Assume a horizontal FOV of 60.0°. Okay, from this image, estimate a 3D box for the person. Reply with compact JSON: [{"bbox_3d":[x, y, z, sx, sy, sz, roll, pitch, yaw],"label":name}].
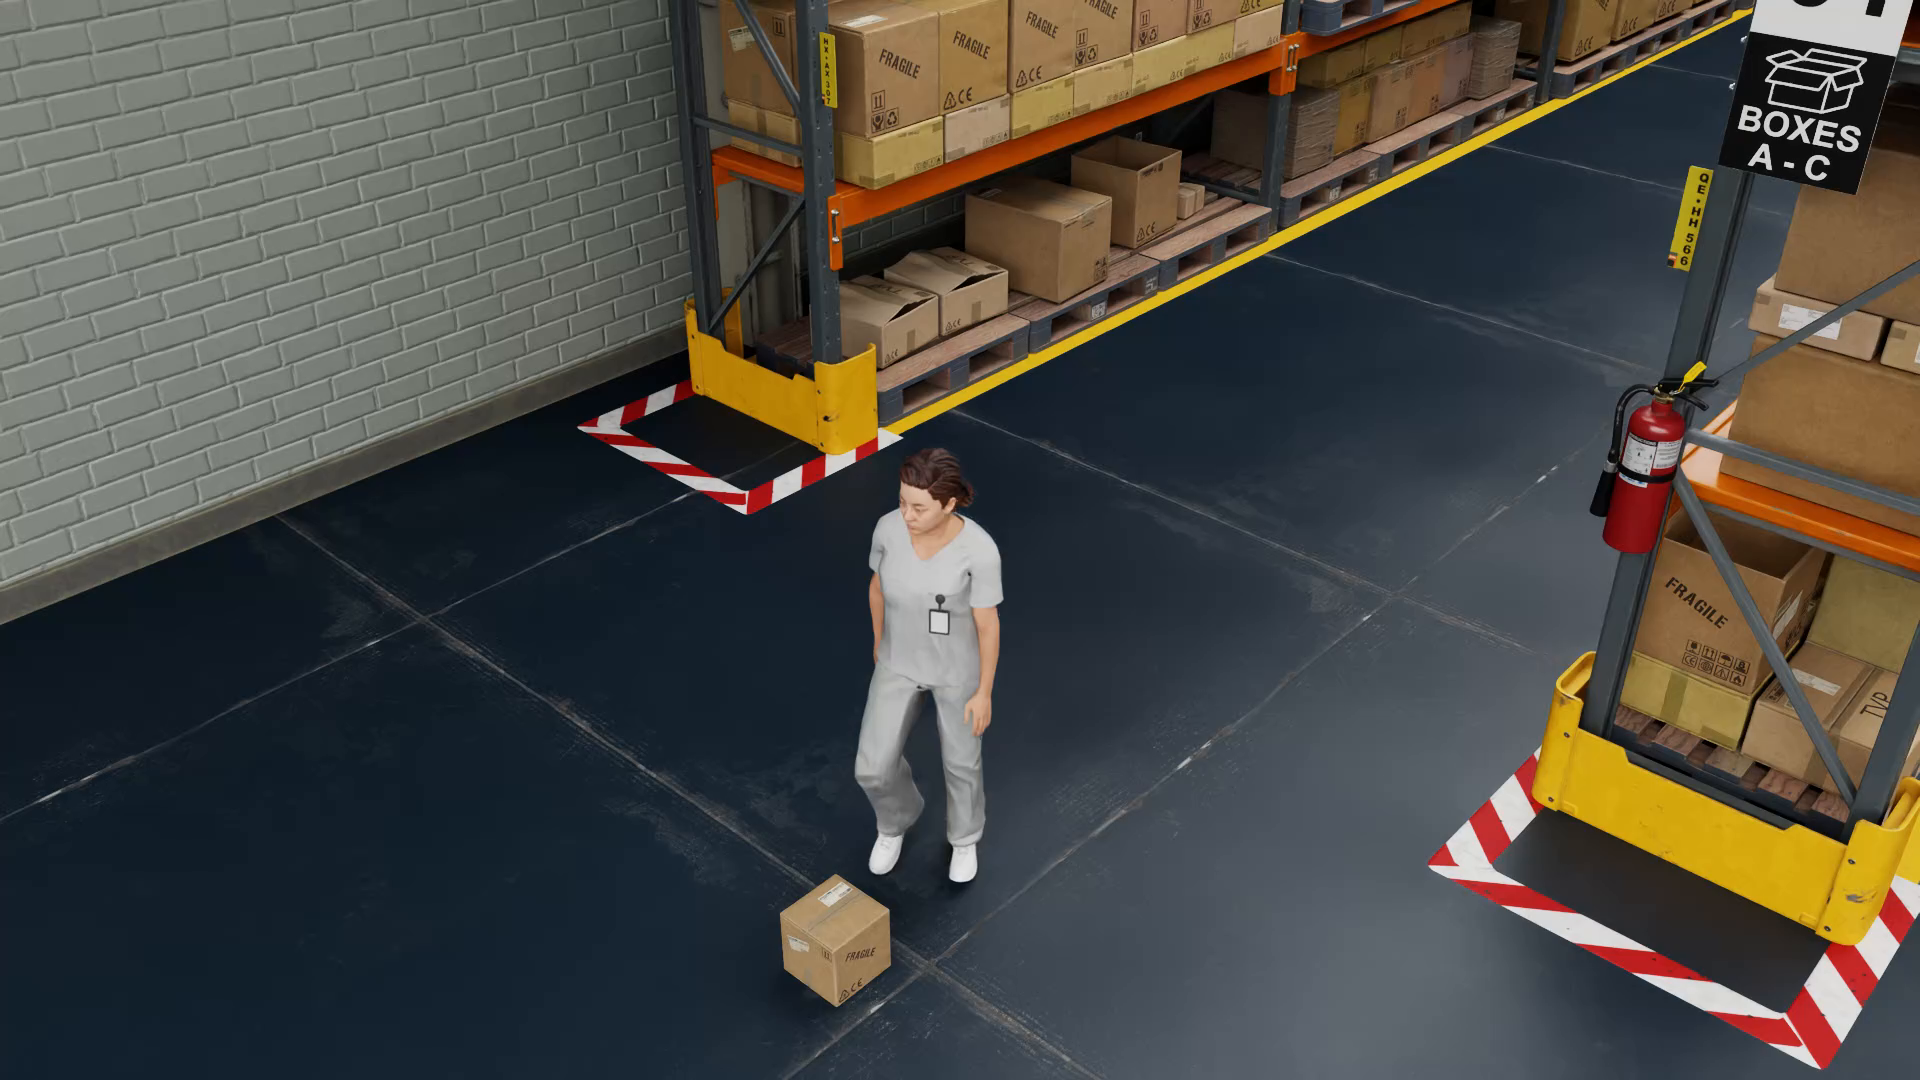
[{"bbox_3d":[-0.087,0.429,5.411,0.472,1.685,0.405,7,32,11],"label":"person"}]
